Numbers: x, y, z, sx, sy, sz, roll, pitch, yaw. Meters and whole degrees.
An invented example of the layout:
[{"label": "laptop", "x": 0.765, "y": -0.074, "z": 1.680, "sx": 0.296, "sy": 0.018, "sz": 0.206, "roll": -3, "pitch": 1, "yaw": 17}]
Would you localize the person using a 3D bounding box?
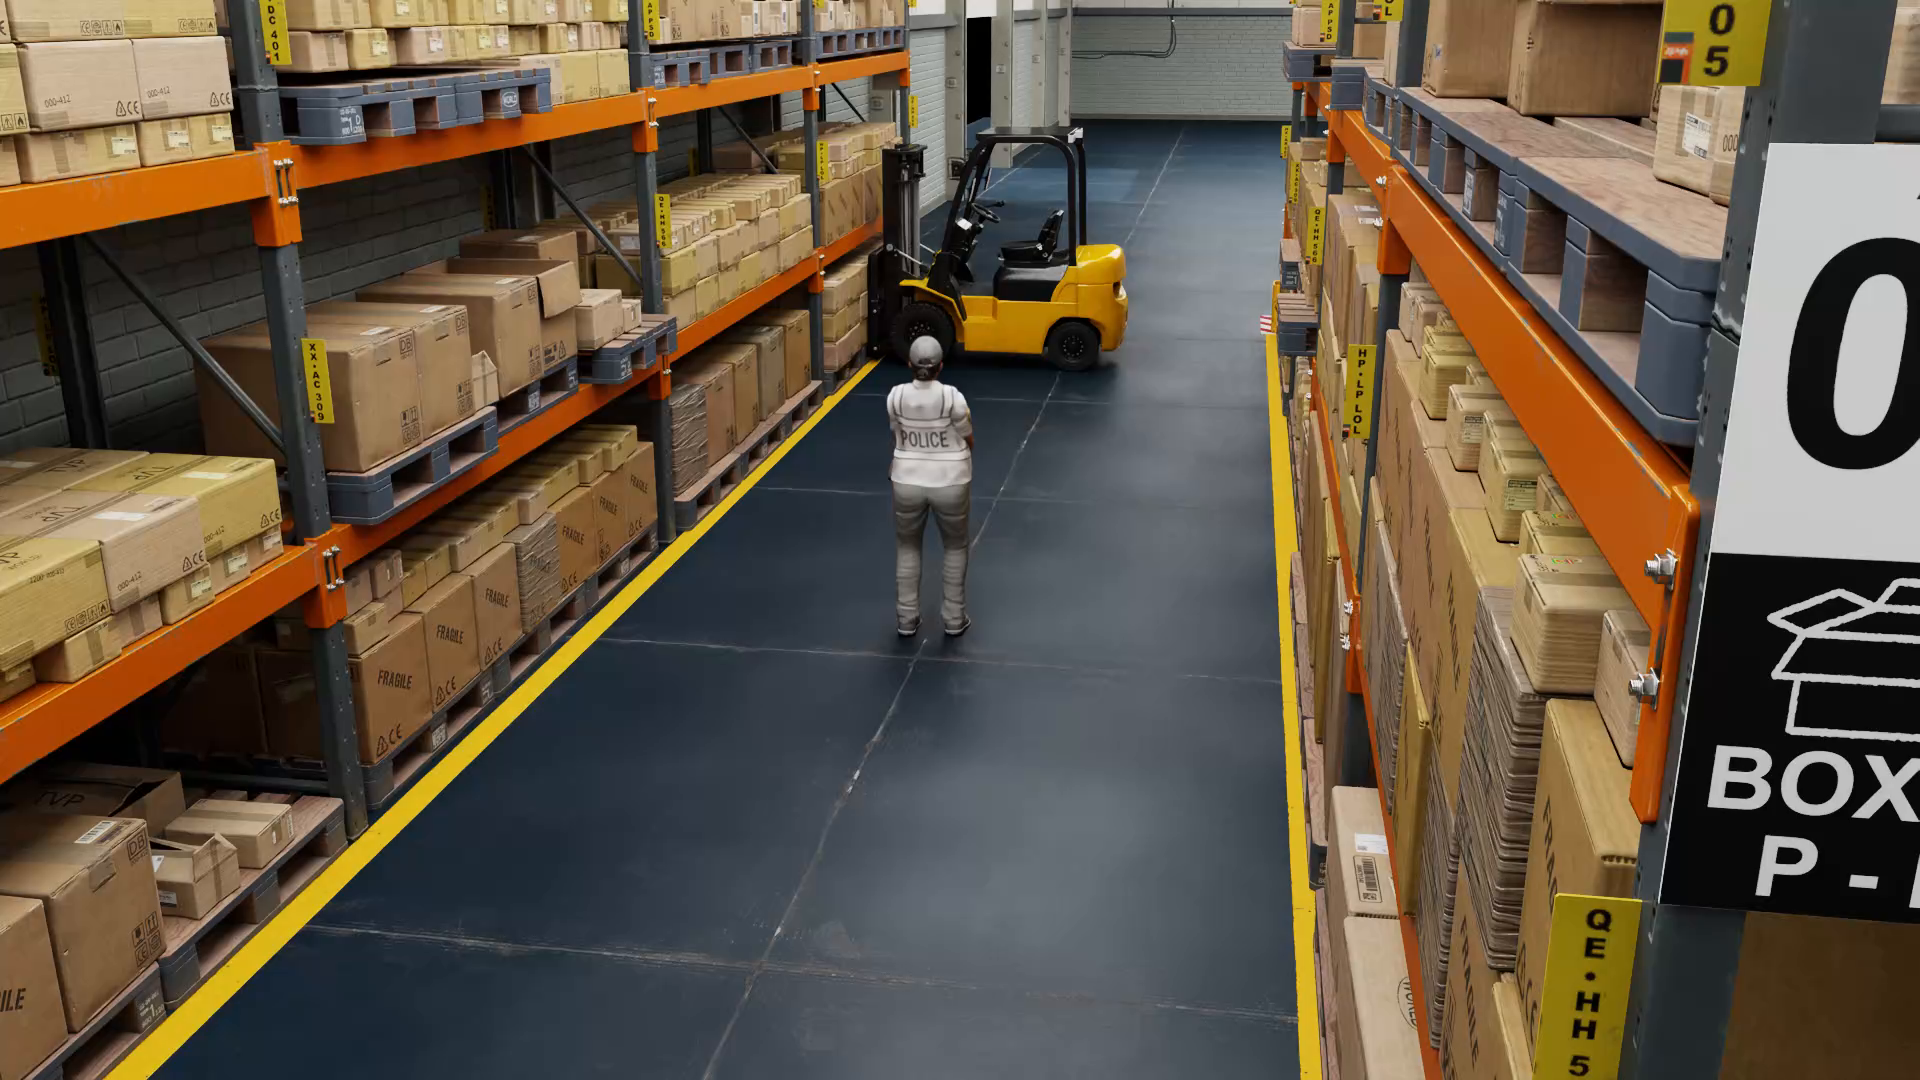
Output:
[{"label": "person", "x": -0.145, "y": -0.304, "z": 9.004, "sx": 0.454, "sy": 1.659, "sz": 0.520, "roll": 3, "pitch": 18, "yaw": 10}]
